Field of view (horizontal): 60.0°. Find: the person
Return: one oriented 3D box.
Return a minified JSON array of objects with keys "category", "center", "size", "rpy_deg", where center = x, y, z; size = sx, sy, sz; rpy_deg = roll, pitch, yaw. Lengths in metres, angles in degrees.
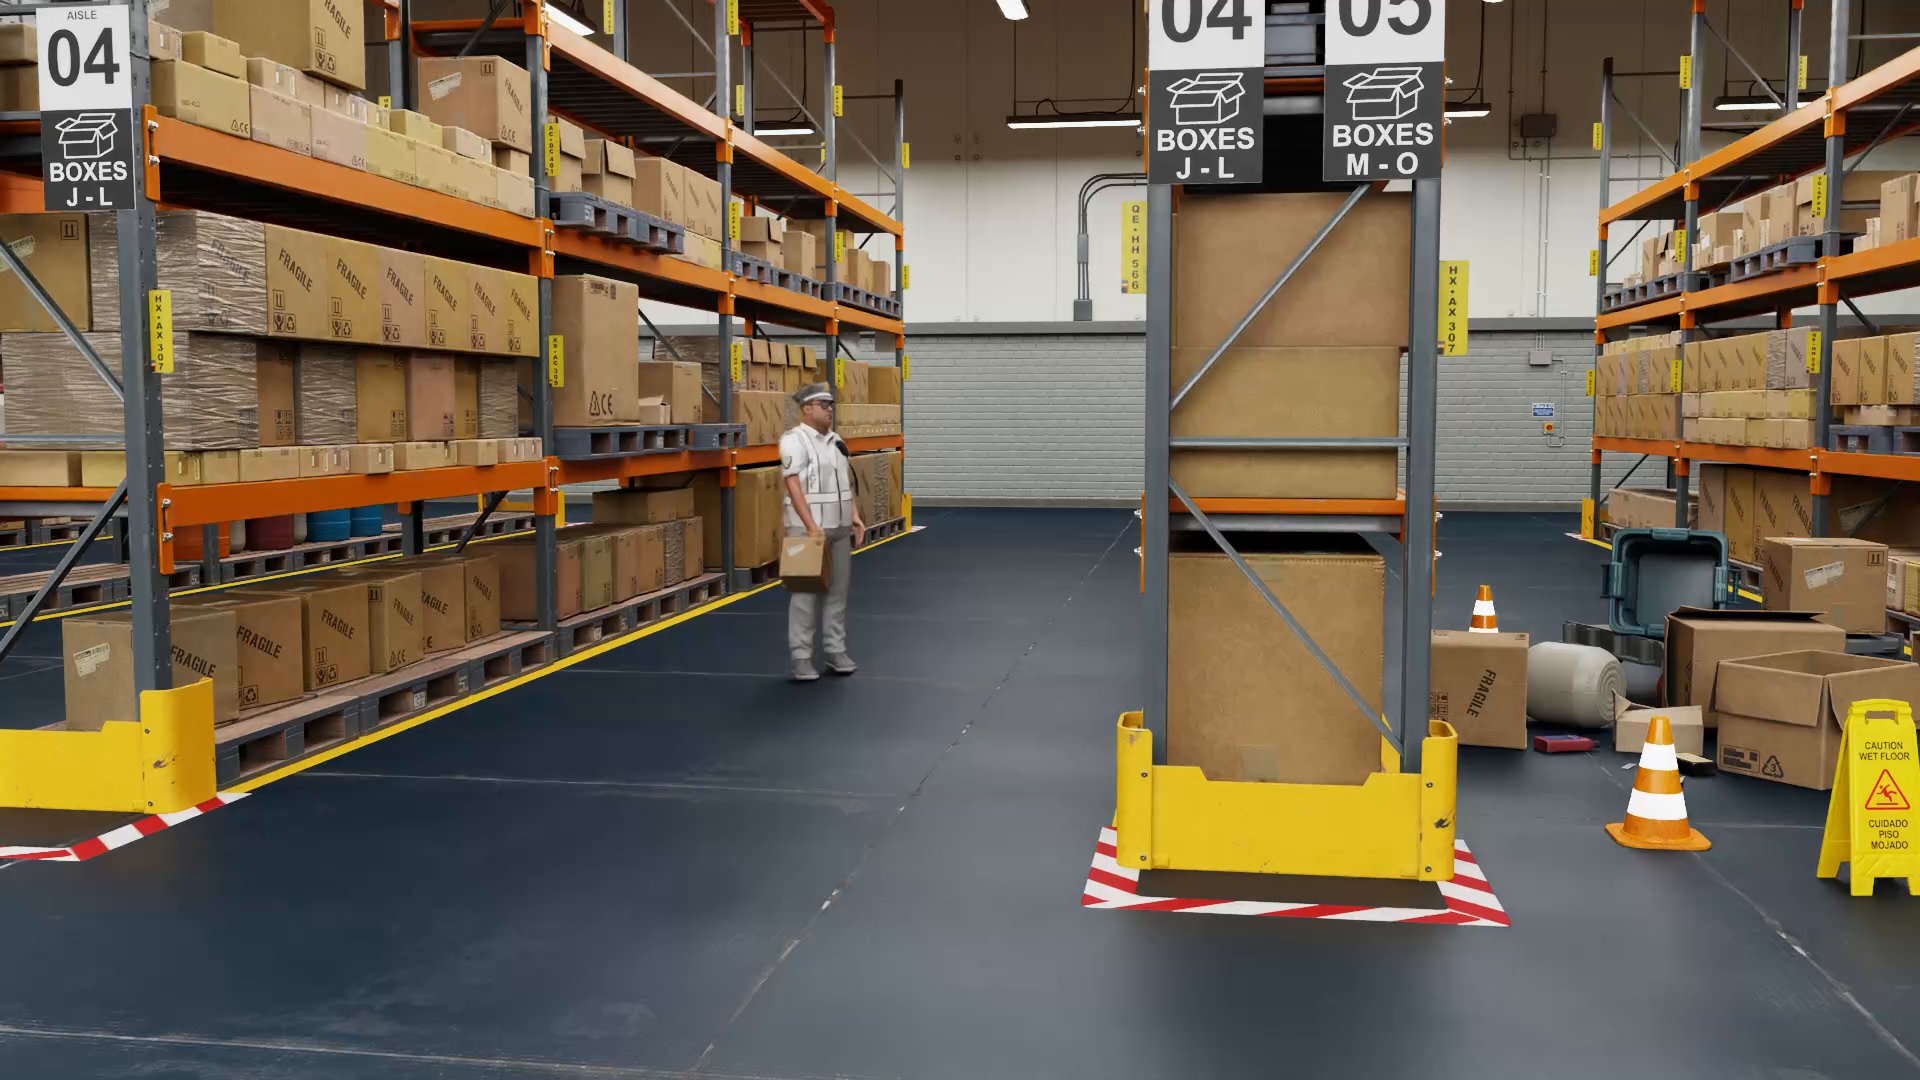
[{"category":"person","center":[-0.862,-0.072,10.175],"size":[0.472,1.789,0.604],"rpy_deg":[3,6,37]}]
